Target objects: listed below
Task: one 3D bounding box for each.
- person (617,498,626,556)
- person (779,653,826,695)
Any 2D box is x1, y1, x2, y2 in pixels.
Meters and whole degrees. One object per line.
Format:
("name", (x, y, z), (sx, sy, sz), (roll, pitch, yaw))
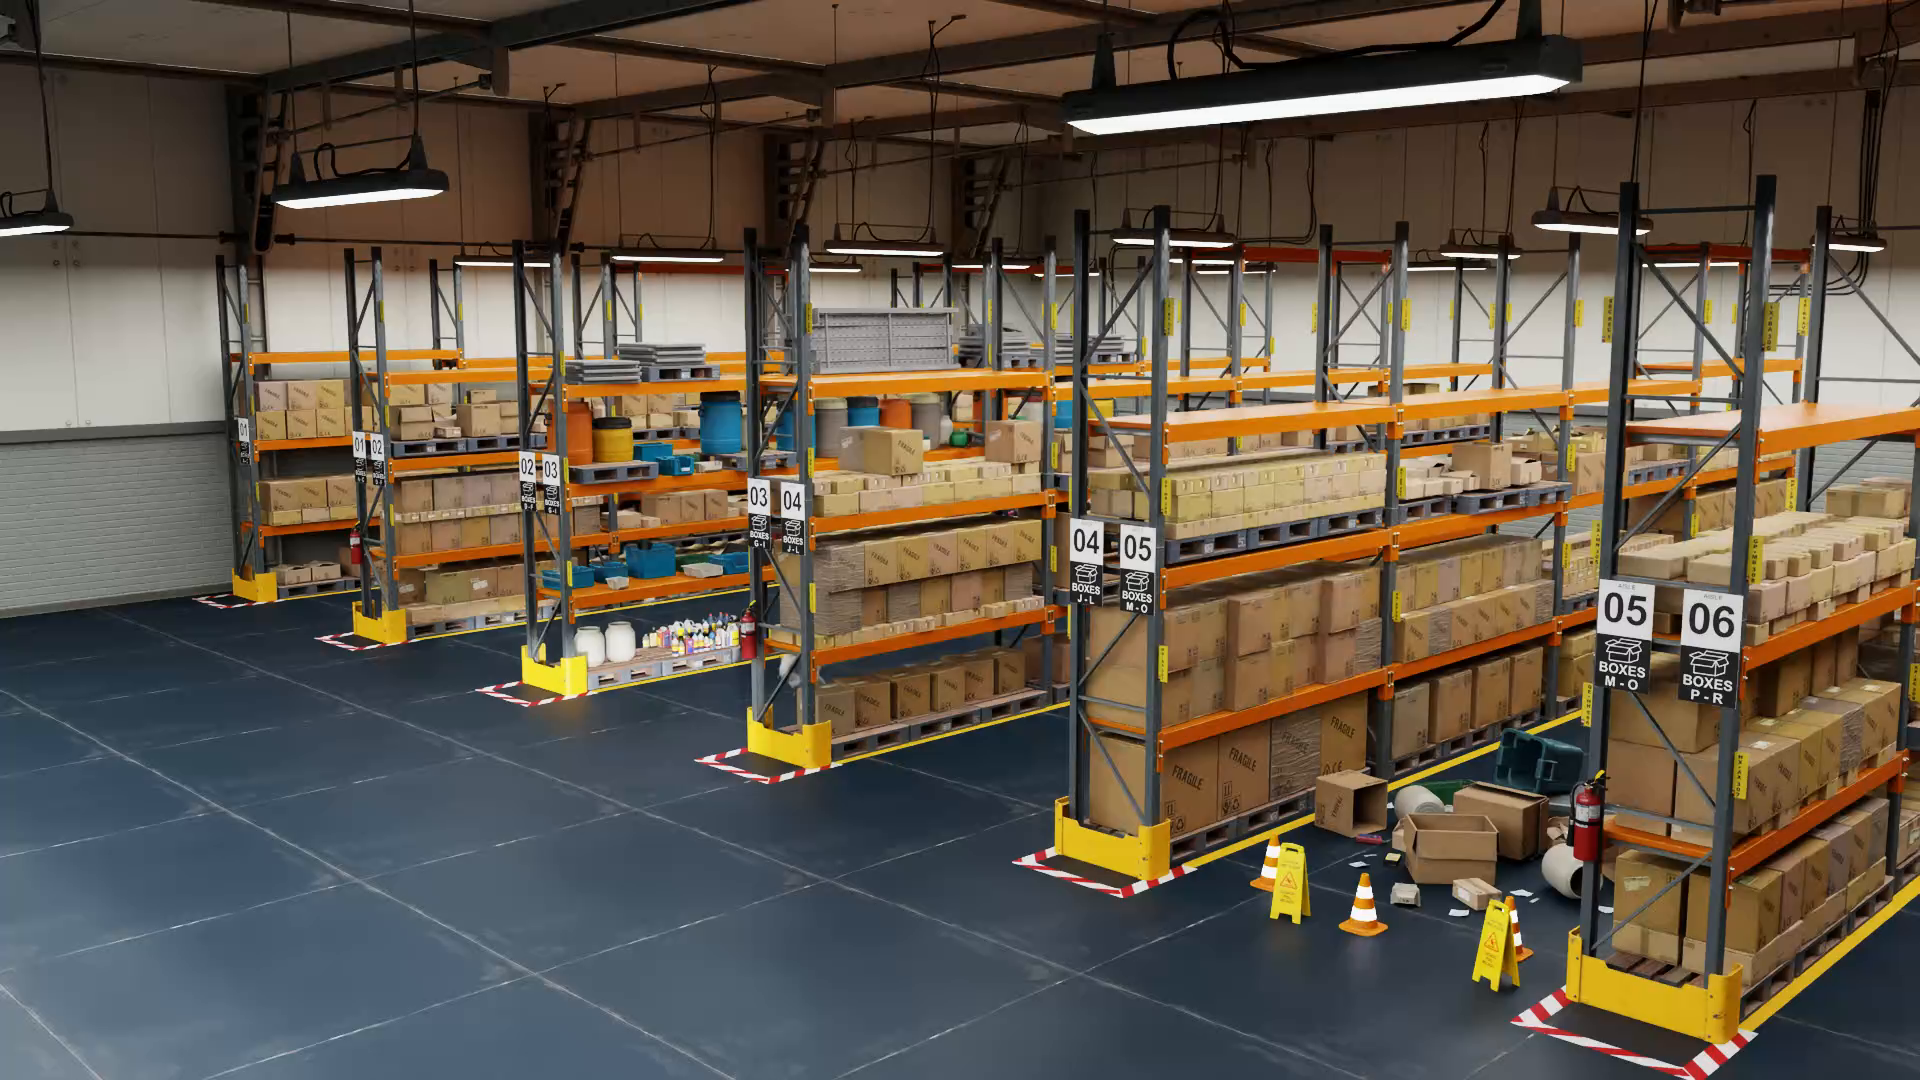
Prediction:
("person", (-6.399, -0.039, 31.421), (0.522, 1.554, 0.598), (5, 9, 30))
("person", (-1.944, 1.333, 20.929), (0.610, 1.745, 0.819), (6, 10, 38))
